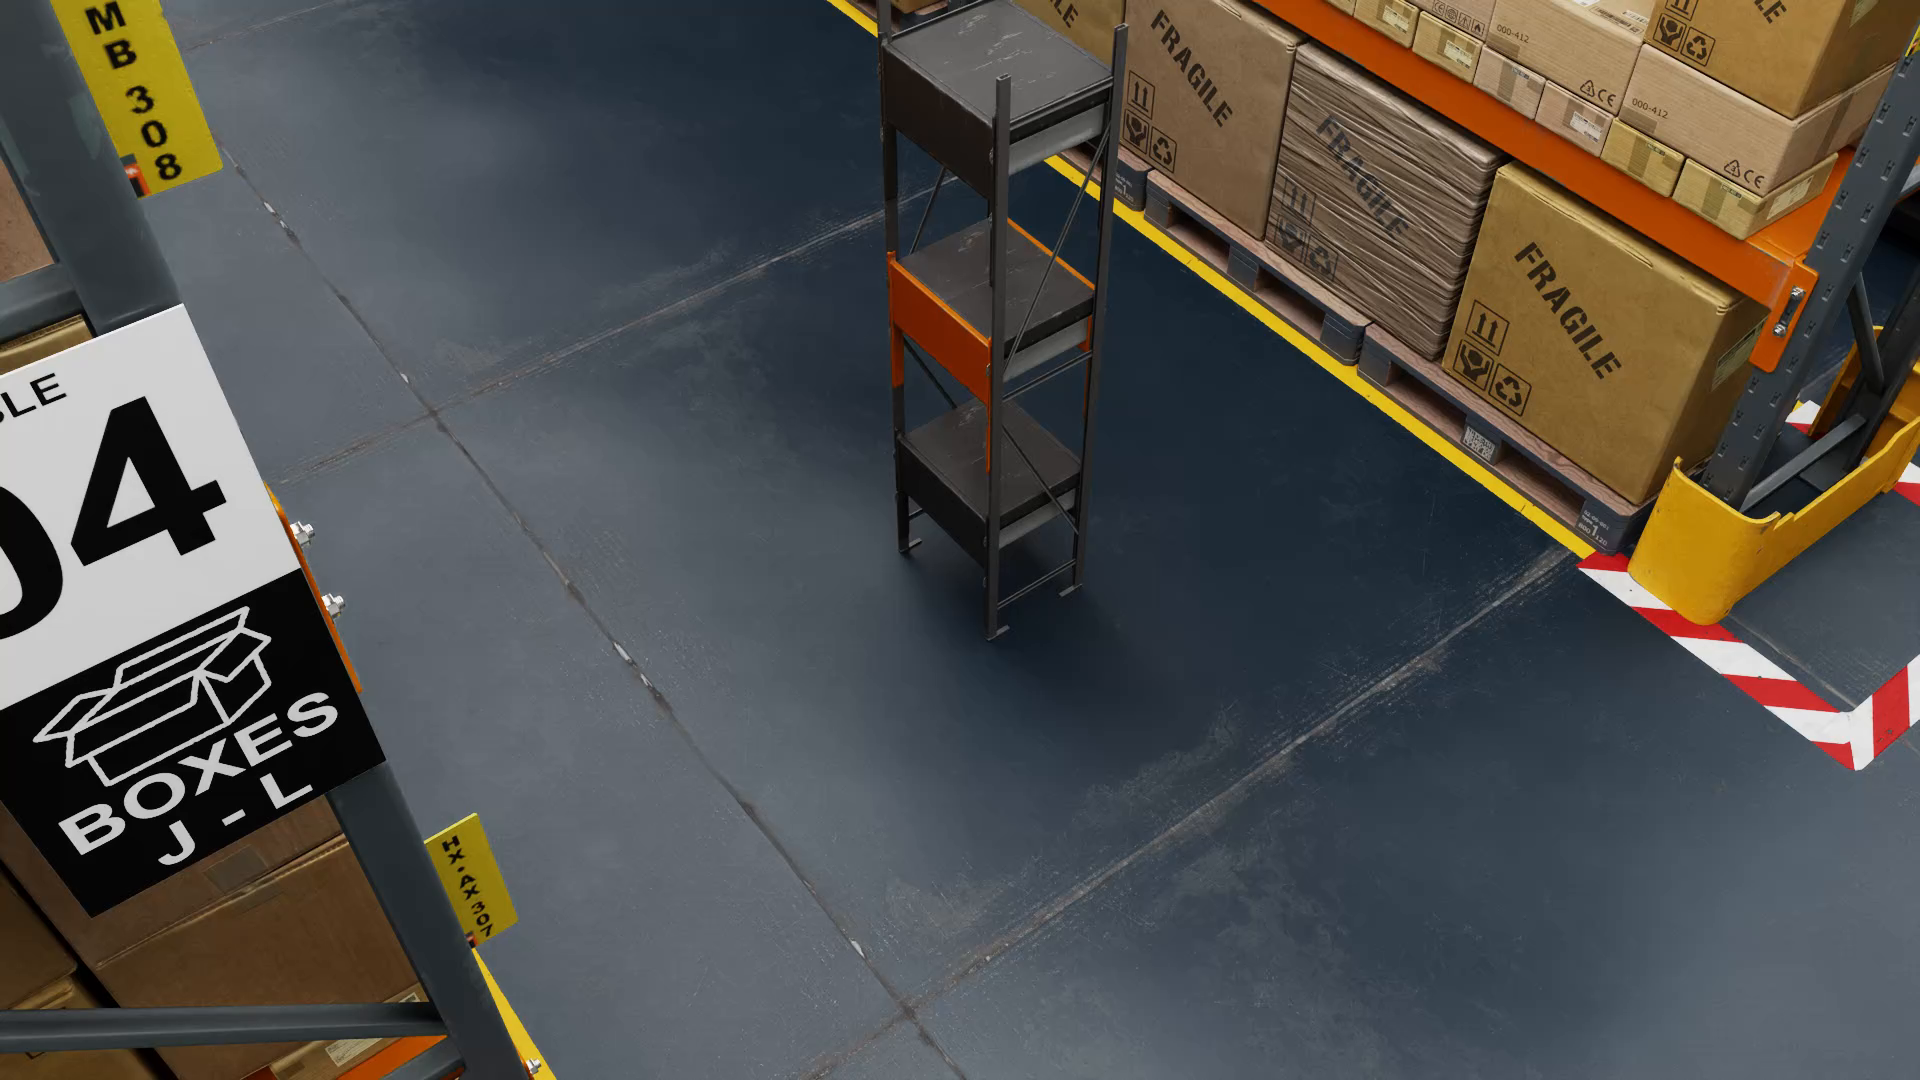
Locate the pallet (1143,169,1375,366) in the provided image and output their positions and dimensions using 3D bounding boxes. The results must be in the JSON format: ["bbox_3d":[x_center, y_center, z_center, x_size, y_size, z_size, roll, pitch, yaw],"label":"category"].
[{"bbox_3d":[1.517,-1.300,6.786,1.003,0.211,1.213,-29,54,-24],"label":"pallet"}]

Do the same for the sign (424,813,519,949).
[{"bbox_3d":[-0.779,0.549,2.643,0.100,0.325,0.005,-29,54,-24],"label":"sign"}]

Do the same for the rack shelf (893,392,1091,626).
[{"bbox_3d":[0.100,-0.128,5.412,0.431,0.518,0.480,-29,54,-24],"label":"rack shelf"}]

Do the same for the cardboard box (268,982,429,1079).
[{"bbox_3d":[-1.146,0.830,3.143,0.380,0.149,0.250,-30,54,-24],"label":"cardboard box"}]

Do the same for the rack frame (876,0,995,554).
[{"bbox_3d":[-0.048,-0.752,5.014,0.400,2.100,0.015,-29,54,-24],"label":"rack frame"}]

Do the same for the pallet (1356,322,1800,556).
[{"bbox_3d":[2.251,-0.582,6.135,1.003,0.211,1.213,-29,54,-24],"label":"pallet"}]

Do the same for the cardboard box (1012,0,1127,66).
[{"bbox_3d":[0.712,-2.443,7.091,0.875,0.875,0.875,-29,54,-24],"label":"cardboard box"}]

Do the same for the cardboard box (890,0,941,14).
[{"bbox_3d":[-0.028,-3.236,7.810,1.225,0.875,0.875,-29,54,-24],"label":"cardboard box"}]

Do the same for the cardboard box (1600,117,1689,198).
[{"bbox_3d":[2.161,-1.212,4.994,0.380,0.149,0.250,-29,54,-24],"label":"cardboard box"}]

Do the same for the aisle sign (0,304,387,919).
[{"bbox_3d":[-0.928,0.119,1.863,0.394,0.787,0.004,-29,54,-24],"label":"aisle sign"}]

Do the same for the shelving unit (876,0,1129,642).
[{"bbox_3d":[0.100,-0.608,4.884,0.431,2.100,0.503,-29,54,-24],"label":"shelving unit"}]

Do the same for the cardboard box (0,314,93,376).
[{"bbox_3d":[-1.279,-0.253,2.031,0.500,0.250,0.500,-28,53,-23],"label":"cardboard box"}]

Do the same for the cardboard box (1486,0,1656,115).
[{"bbox_3d":[1.987,-1.597,5.074,0.500,0.250,0.500,-30,55,-25],"label":"cardboard box"}]

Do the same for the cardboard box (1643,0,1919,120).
[{"bbox_3d":[2.294,-1.553,4.527,0.500,0.500,0.500,-29,54,-24],"label":"cardboard box"}]

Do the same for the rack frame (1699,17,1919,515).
[{"bbox_3d":[2.798,-1.082,4.706,1.000,3.000,0.127,-29,54,-24],"label":"rack frame"}]

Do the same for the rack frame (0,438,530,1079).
[{"bbox_3d":[-1.211,1.084,2.743,1.000,3.000,0.127,-29,54,-24],"label":"rack frame"}]

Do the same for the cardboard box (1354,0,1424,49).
[{"bbox_3d":[1.543,-1.814,5.539,0.380,0.149,0.250,-29,54,-24],"label":"cardboard box"}]

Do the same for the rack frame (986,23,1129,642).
[{"bbox_3d":[0.248,-0.464,4.753,0.400,2.100,0.015,-29,54,-24],"label":"rack frame"}]

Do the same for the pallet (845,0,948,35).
[{"bbox_3d":[-0.151,-2.925,8.259,1.003,0.211,1.213,-29,54,-24],"label":"pallet"}]

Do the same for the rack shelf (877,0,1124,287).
[{"bbox_3d":[0.100,-1.069,4.375,0.431,0.518,0.480,-29,54,-24],"label":"rack shelf"}]

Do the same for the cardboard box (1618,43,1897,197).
[{"bbox_3d":[2.293,-1.298,4.803,0.500,0.250,0.500,-30,55,-25],"label":"cardboard box"}]

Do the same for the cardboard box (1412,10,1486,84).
[{"bbox_3d":[1.701,-1.661,5.401,0.380,0.149,0.250,-31,55,-25],"label":"cardboard box"}]

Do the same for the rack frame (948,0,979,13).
[{"bbox_3d":[0.376,-3.440,6.844,1.000,3.000,0.127,-29,54,-24],"label":"rack frame"}]

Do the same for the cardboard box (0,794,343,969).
[{"bbox_3d":[-1.271,0.230,2.573,0.500,0.500,0.500,-30,54,-24],"label":"cardboard box"}]

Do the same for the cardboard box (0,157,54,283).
[{"bbox_3d":[-1.276,-0.423,1.848,0.500,0.250,0.500,-29,54,-23],"label":"cardboard box"}]

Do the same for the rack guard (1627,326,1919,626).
[{"bbox_3d":[2.812,-0.228,5.619,1.175,0.500,0.348,-29,54,-24],"label":"rack guard"}]

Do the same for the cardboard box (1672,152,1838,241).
[{"bbox_3d":[2.320,-1.060,4.856,0.380,0.149,0.250,-28,54,-23],"label":"cardboard box"}]

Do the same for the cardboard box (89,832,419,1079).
[{"bbox_3d":[-1.263,0.561,2.948,0.500,0.500,0.500,-27,53,-22],"label":"cardboard box"}]

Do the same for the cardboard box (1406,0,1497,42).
[{"bbox_3d":[1.678,-1.897,5.346,0.500,0.250,0.500,-31,55,-25],"label":"cardboard box"}]

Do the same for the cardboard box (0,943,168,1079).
[{"bbox_3d":[-1.688,0.801,2.731,0.500,0.500,0.500,-28,54,-23],"label":"cardboard box"}]

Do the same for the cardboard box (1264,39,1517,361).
[{"bbox_3d":[1.796,-1.387,6.134,0.875,0.875,0.875,-29,54,-24],"label":"cardboard box"}]

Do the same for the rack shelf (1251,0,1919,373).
[{"bbox_3d":[1.587,-2.019,6.042,1.077,0.370,4.000,-29,54,-24],"label":"rack shelf"}]

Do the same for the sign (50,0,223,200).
[{"bbox_3d":[-0.779,-0.461,1.529,0.100,0.325,0.005,-29,54,-24],"label":"sign"}]

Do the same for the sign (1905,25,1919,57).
[{"bbox_3d":[2.357,-1.315,3.976,0.100,0.325,0.005,-29,54,-24],"label":"sign"}]

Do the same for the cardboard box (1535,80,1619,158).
[{"bbox_3d":[2.009,-1.361,5.129,0.380,0.149,0.250,-29,54,-24],"label":"cardboard box"}]

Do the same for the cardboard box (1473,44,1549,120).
[{"bbox_3d":[1.859,-1.509,5.263,0.380,0.149,0.250,-29,54,-23],"label":"cardboard box"}]

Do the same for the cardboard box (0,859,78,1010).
[{"bbox_3d":[-1.686,0.456,2.369,0.500,0.500,0.500,-30,55,-25],"label":"cardboard box"}]

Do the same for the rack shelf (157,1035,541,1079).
[{"bbox_3d":[-2.422,0.146,4.079,1.077,0.370,4.000,-29,54,-24],"label":"rack shelf"}]

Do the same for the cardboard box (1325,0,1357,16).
[{"bbox_3d":[1.395,-1.961,5.673,0.380,0.149,0.250,-28,54,-23],"label":"cardboard box"}]

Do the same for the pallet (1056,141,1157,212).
[{"bbox_3d":[0.774,-2.020,7.439,1.003,0.211,1.213,-29,54,-24],"label":"pallet"}]

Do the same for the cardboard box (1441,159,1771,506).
[{"bbox_3d":[2.347,-0.851,5.647,0.875,0.875,0.875,-29,54,-24],"label":"cardboard box"}]

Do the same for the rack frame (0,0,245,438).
[{"bbox_3d":[-1.211,-0.931,0.520,1.000,3.000,0.127,-29,54,-24],"label":"rack frame"}]

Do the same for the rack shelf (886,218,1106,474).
[{"bbox_3d":[0.100,-0.598,4.894,0.431,0.518,0.480,-29,54,-24],"label":"rack shelf"}]

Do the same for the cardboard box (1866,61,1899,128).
[{"bbox_3d":[2.722,-1.535,5.018,0.500,0.250,0.500,-31,55,-25],"label":"cardboard box"}]

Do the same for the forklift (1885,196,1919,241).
[{"bbox_3d":[4.067,-2.638,6.163,1.130,2.935,3.031,-33,56,-26],"label":"forklift"}]

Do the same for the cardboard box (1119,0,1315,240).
[{"bbox_3d":[1.257,-1.912,6.609,0.875,0.875,0.875,-29,54,-24],"label":"cardboard box"}]

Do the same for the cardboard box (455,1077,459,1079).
[{"bbox_3d":[-1.258,1.239,3.841,0.380,0.149,0.250,-32,55,-26],"label":"cardboard box"}]

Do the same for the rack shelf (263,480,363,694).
[{"bbox_3d":[-2.422,-0.862,2.967,1.077,0.370,4.000,-29,54,-24],"label":"rack shelf"}]

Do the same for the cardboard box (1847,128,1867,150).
[{"bbox_3d":[2.845,-1.355,5.123,0.380,0.149,0.250,-29,54,-24],"label":"cardboard box"}]
